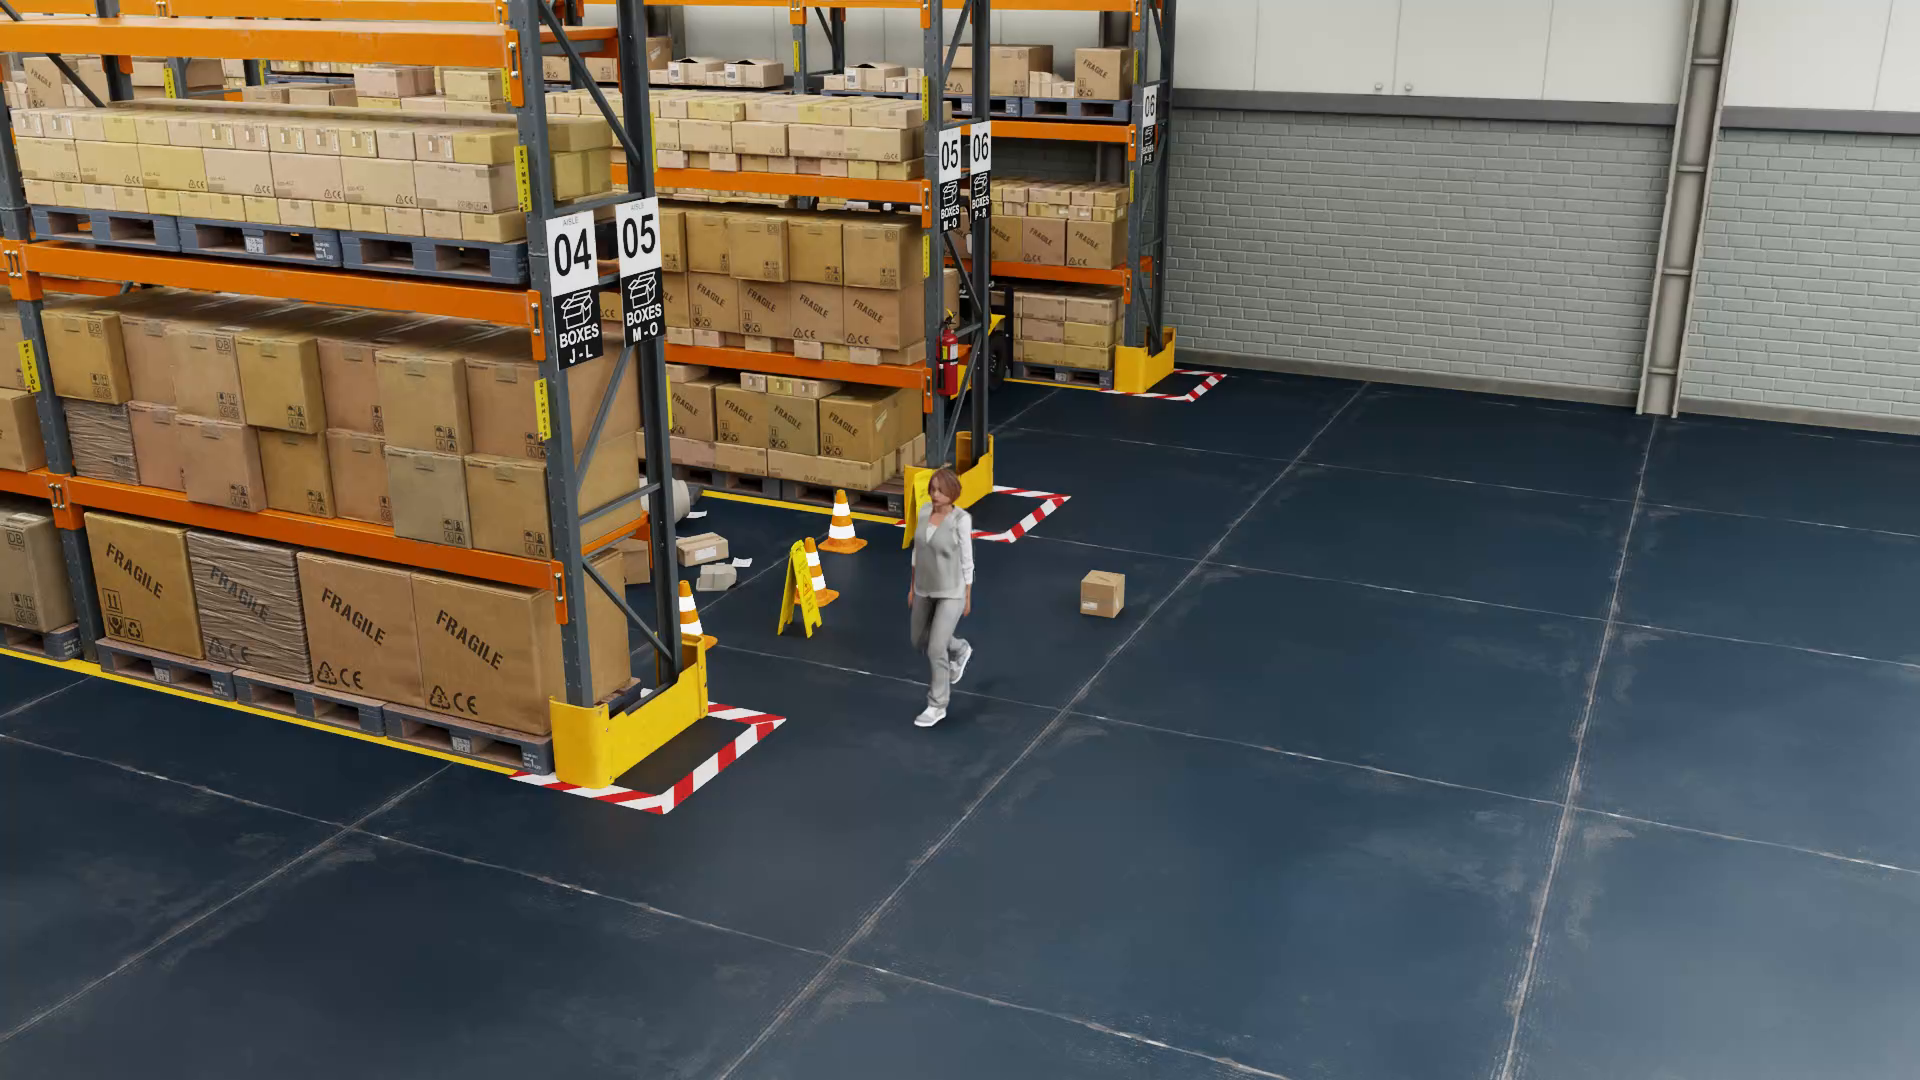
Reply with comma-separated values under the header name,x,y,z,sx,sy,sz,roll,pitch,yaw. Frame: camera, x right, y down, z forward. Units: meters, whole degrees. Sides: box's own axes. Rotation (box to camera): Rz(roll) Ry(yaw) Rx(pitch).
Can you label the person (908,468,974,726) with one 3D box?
name,x,y,z,sx,sy,sz,roll,pitch,yaw
person,-0.092,0.312,10.142,0.415,1.572,0.683,14,24,35
